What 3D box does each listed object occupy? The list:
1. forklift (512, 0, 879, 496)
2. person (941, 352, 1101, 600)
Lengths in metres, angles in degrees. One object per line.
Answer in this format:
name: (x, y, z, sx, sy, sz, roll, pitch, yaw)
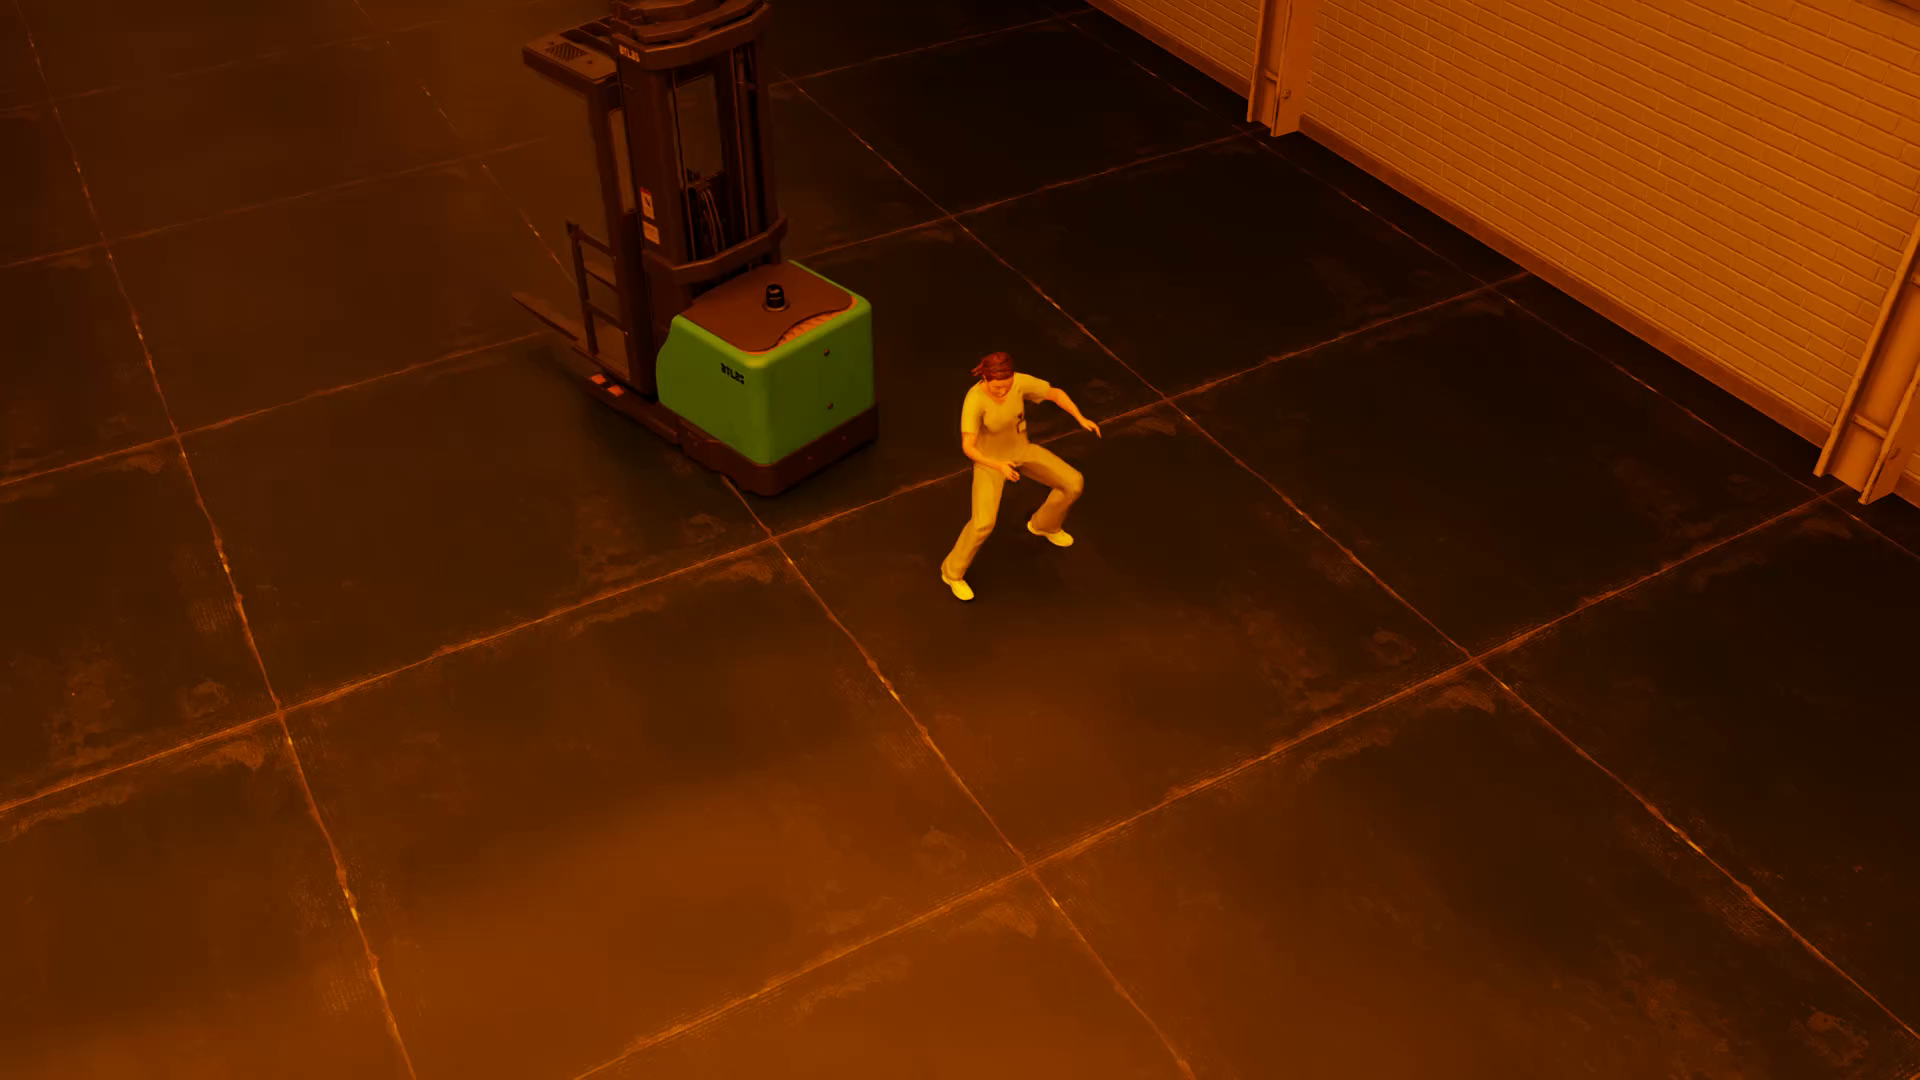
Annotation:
forklift: (-1.954, -2.234, 10.729, 3.031, 2.935, 1.130, 31, 49, 32)
person: (0.314, -0.424, 9.697, 0.926, 1.462, 0.691, -16, 42, -19)
